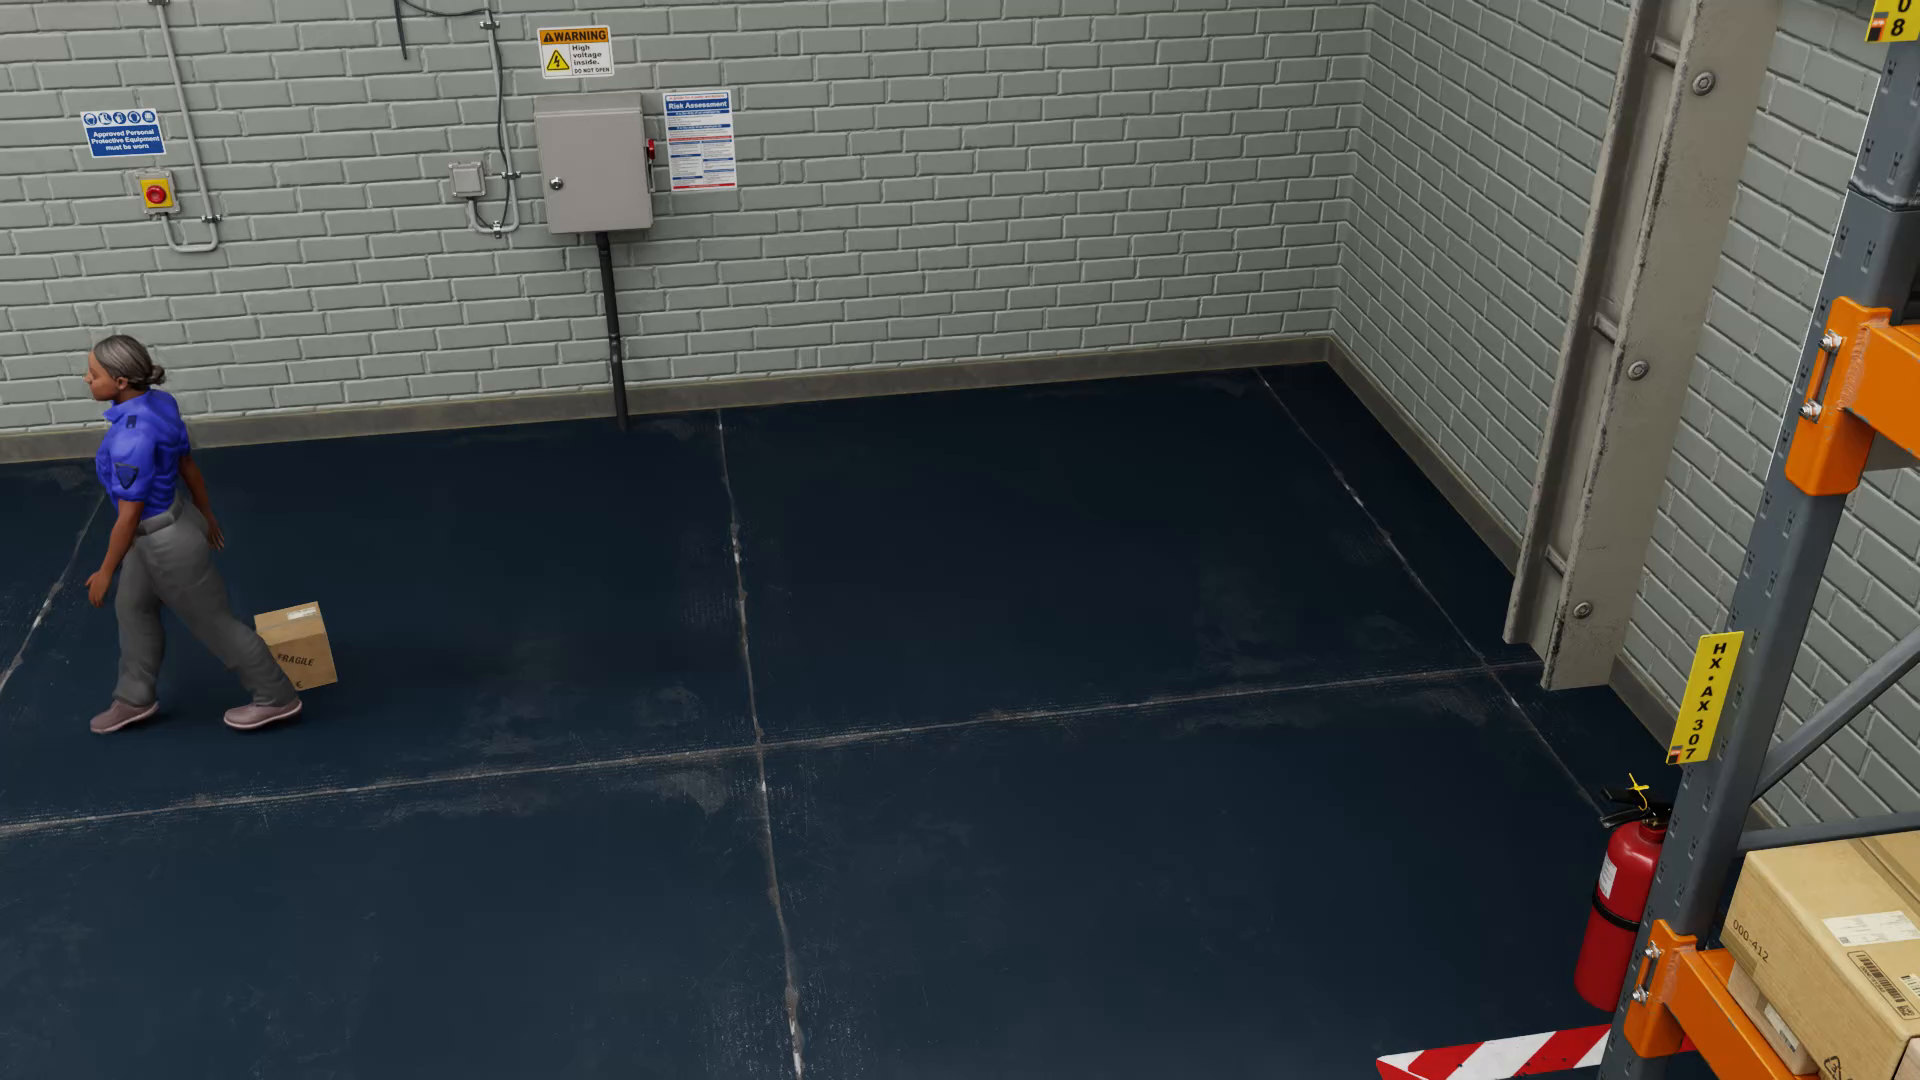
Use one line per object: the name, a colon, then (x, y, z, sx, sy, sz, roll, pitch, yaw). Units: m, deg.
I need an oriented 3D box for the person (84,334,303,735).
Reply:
person: (-2.978, 0.041, 6.074, 0.806, 1.667, 0.488, -9, 32, -14)
